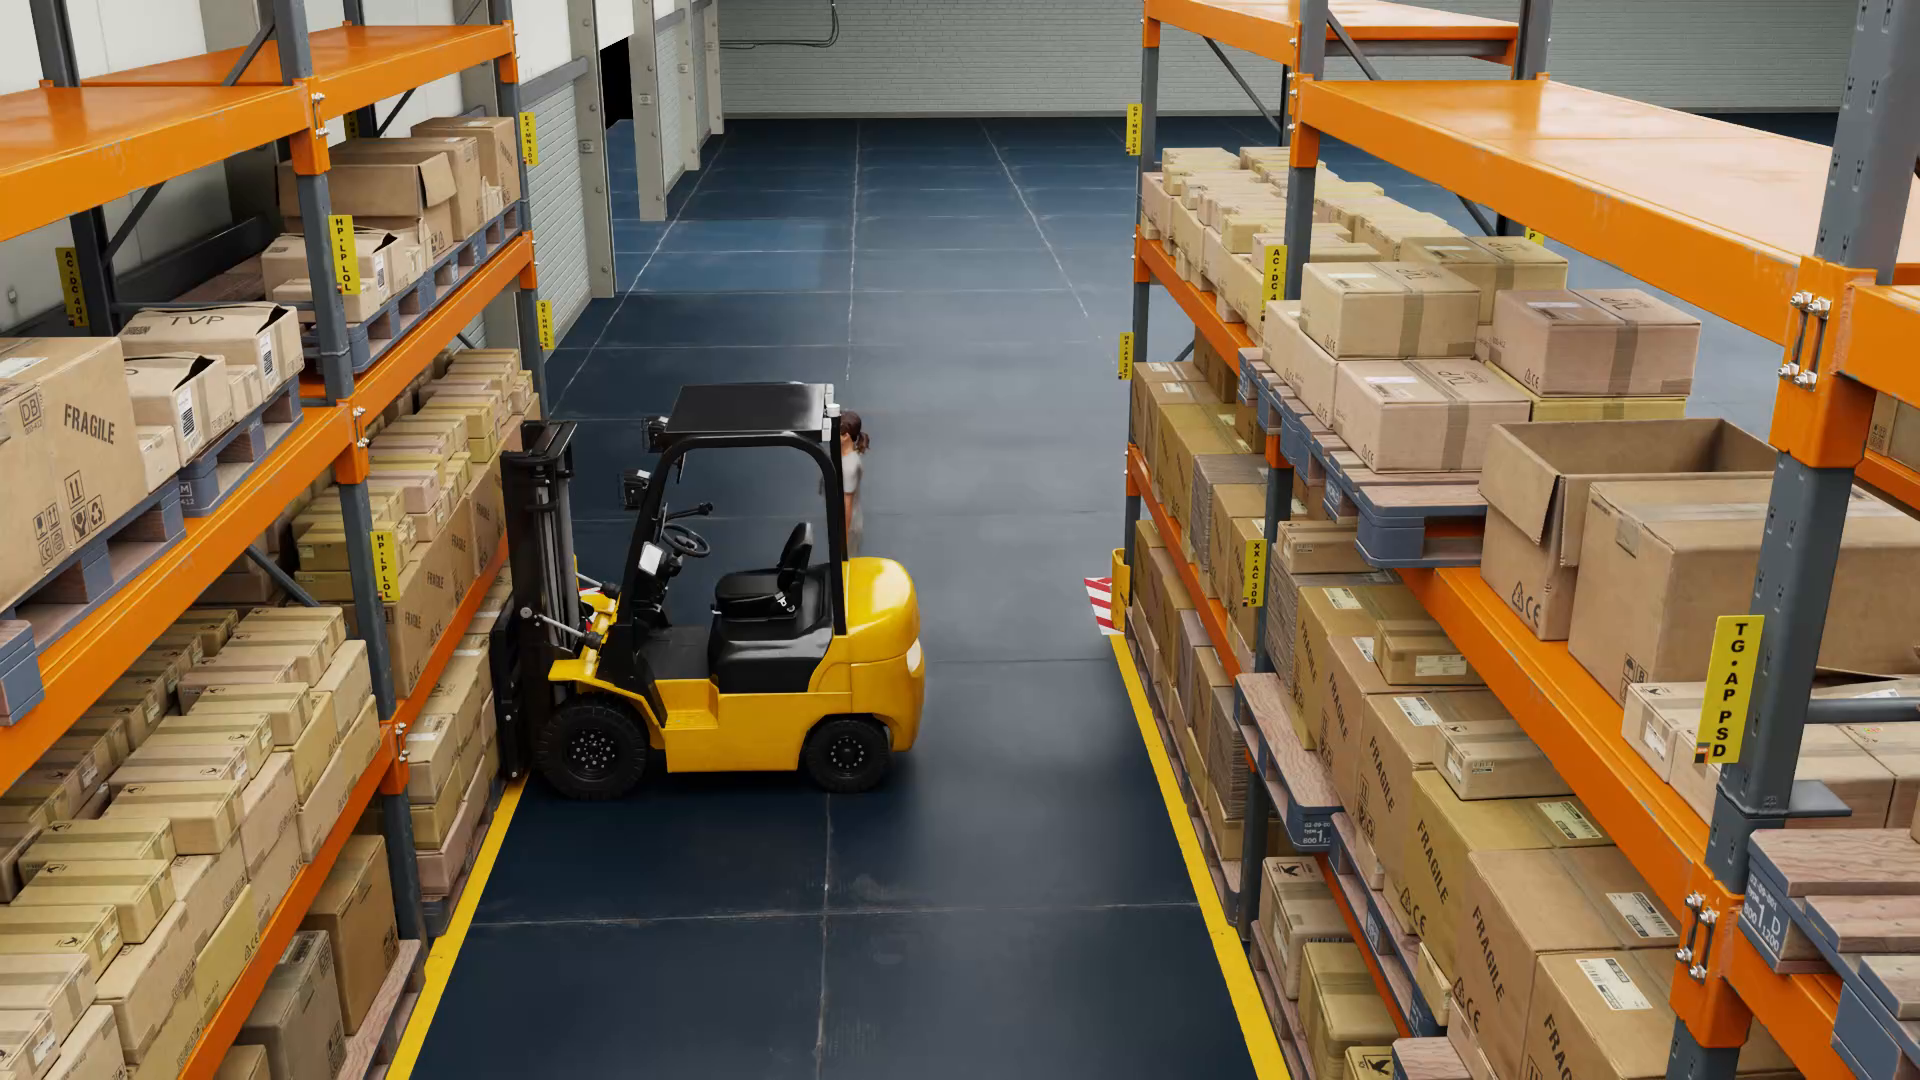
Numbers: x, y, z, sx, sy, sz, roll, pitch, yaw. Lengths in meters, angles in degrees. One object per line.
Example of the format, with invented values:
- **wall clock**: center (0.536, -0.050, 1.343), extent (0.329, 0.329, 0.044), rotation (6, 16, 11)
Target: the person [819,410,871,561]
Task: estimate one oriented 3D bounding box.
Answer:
- **person**: center (-0.769, -0.093, 11.267), extent (0.356, 1.618, 0.440), rotation (-1, 20, -2)
